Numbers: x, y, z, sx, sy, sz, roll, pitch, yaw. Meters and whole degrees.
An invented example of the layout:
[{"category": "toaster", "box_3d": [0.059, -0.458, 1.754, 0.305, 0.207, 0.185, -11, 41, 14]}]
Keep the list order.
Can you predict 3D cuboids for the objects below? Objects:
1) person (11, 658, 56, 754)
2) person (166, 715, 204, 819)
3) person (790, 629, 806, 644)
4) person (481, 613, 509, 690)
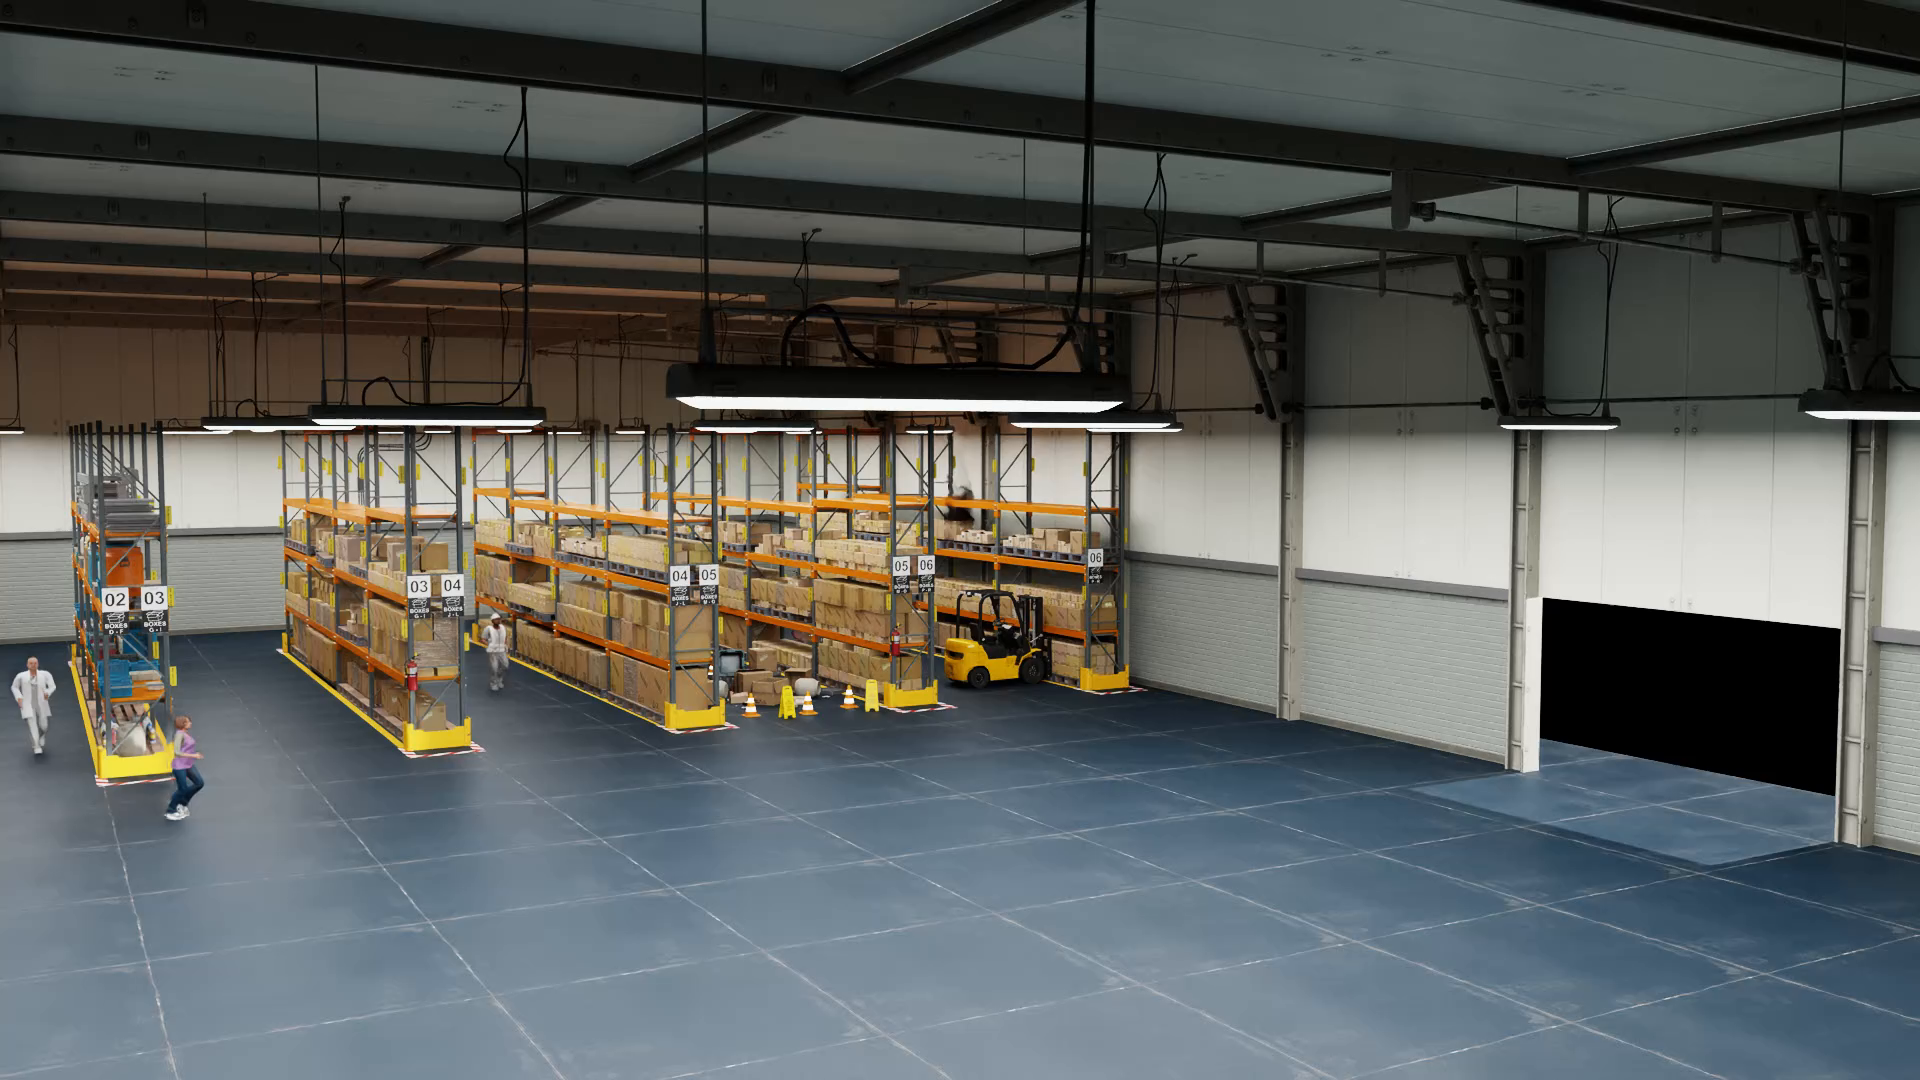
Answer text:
[{"category": "person", "box_3d": [-16.778, 2.988, 30.133, 0.704, 1.734, 0.724, -2, 4, -33]}, {"category": "person", "box_3d": [-11.576, 3.403, 24.837, 0.603, 1.544, 0.533, 0, 4, -3]}, {"category": "person", "box_3d": [-4.329, 2.129, 44.862, 0.587, 1.627, 0.599, -2, 4, -30]}, {"category": "person", "box_3d": [-10.442, 2.526, 37.496, 0.683, 1.740, 0.587, -3, 5, -41]}]
